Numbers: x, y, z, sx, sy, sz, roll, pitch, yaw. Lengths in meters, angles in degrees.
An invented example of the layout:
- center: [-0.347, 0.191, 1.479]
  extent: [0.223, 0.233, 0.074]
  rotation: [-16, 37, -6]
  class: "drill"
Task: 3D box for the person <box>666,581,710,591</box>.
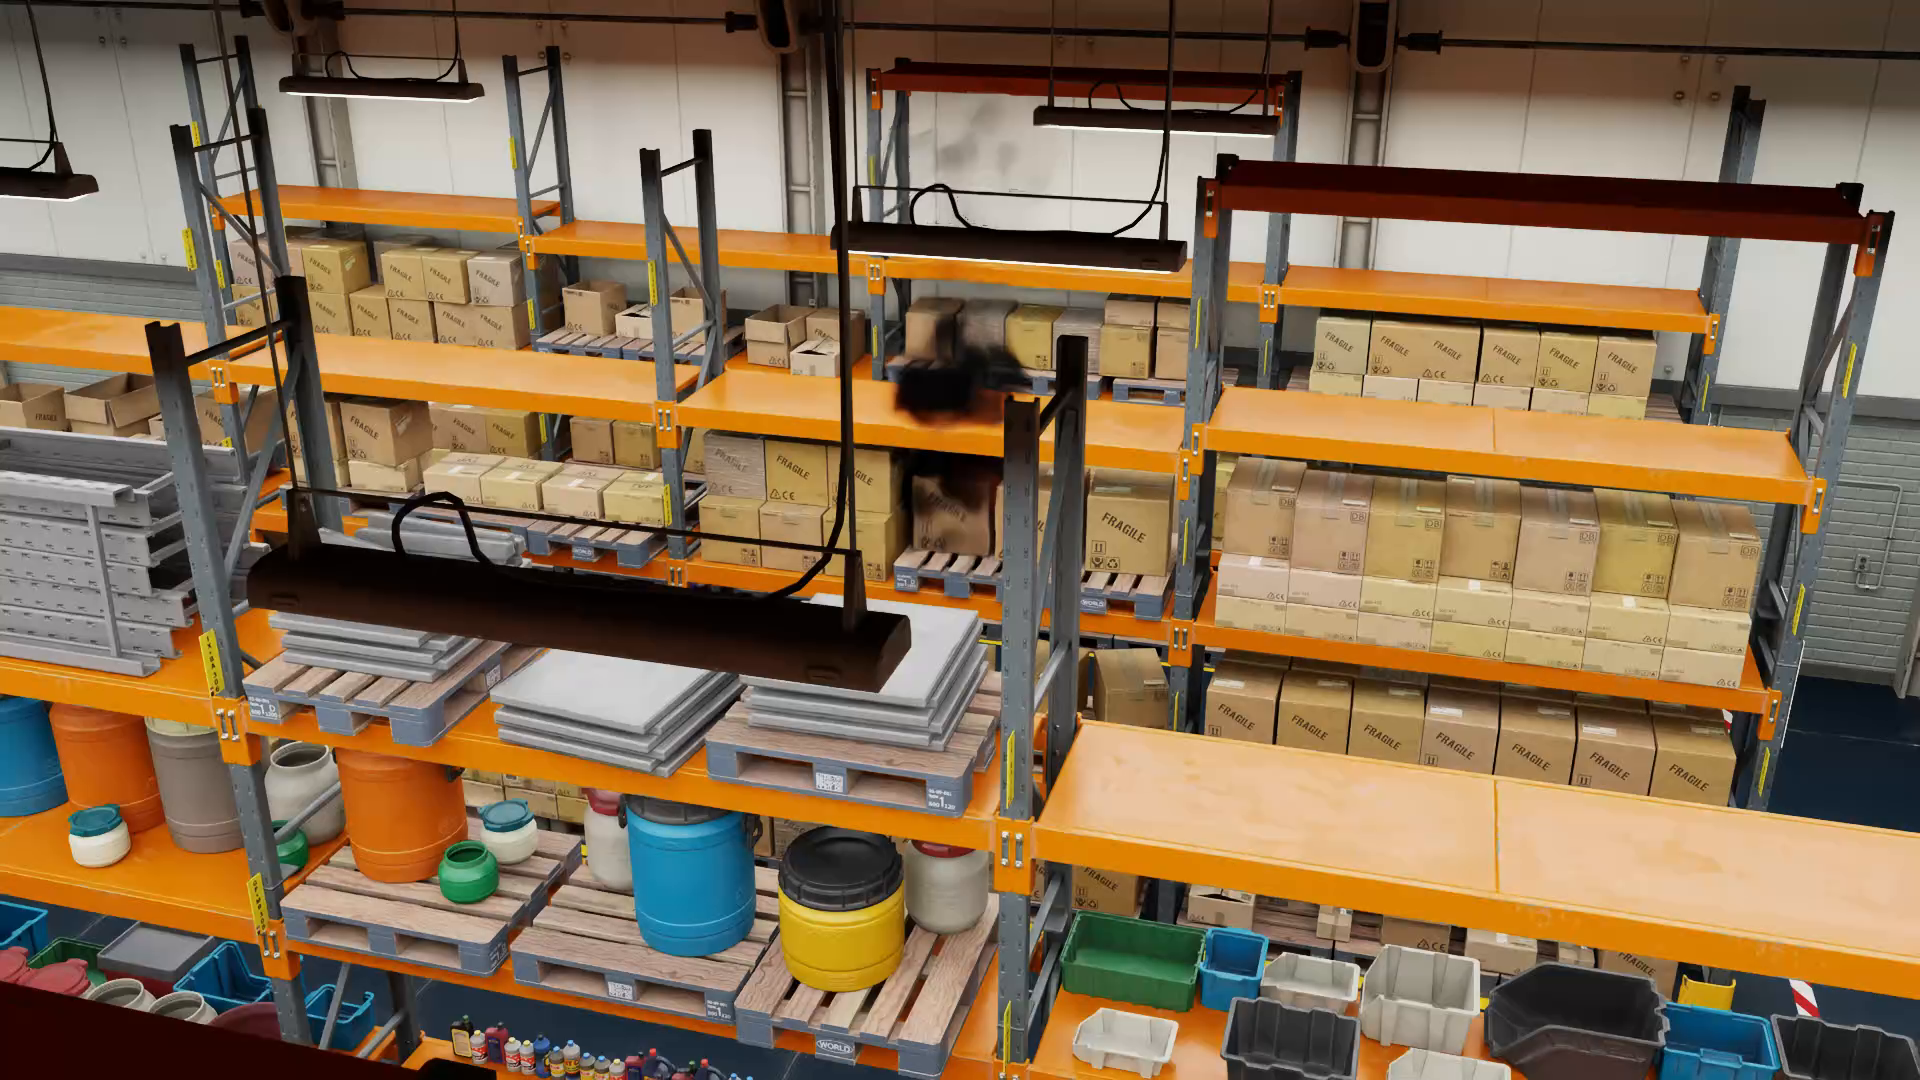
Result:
- center: [-2.832, 0.809, 16.753]
  extent: [0.643, 1.603, 0.616]
  rotation: [4, 23, 10]
  class: "person"
